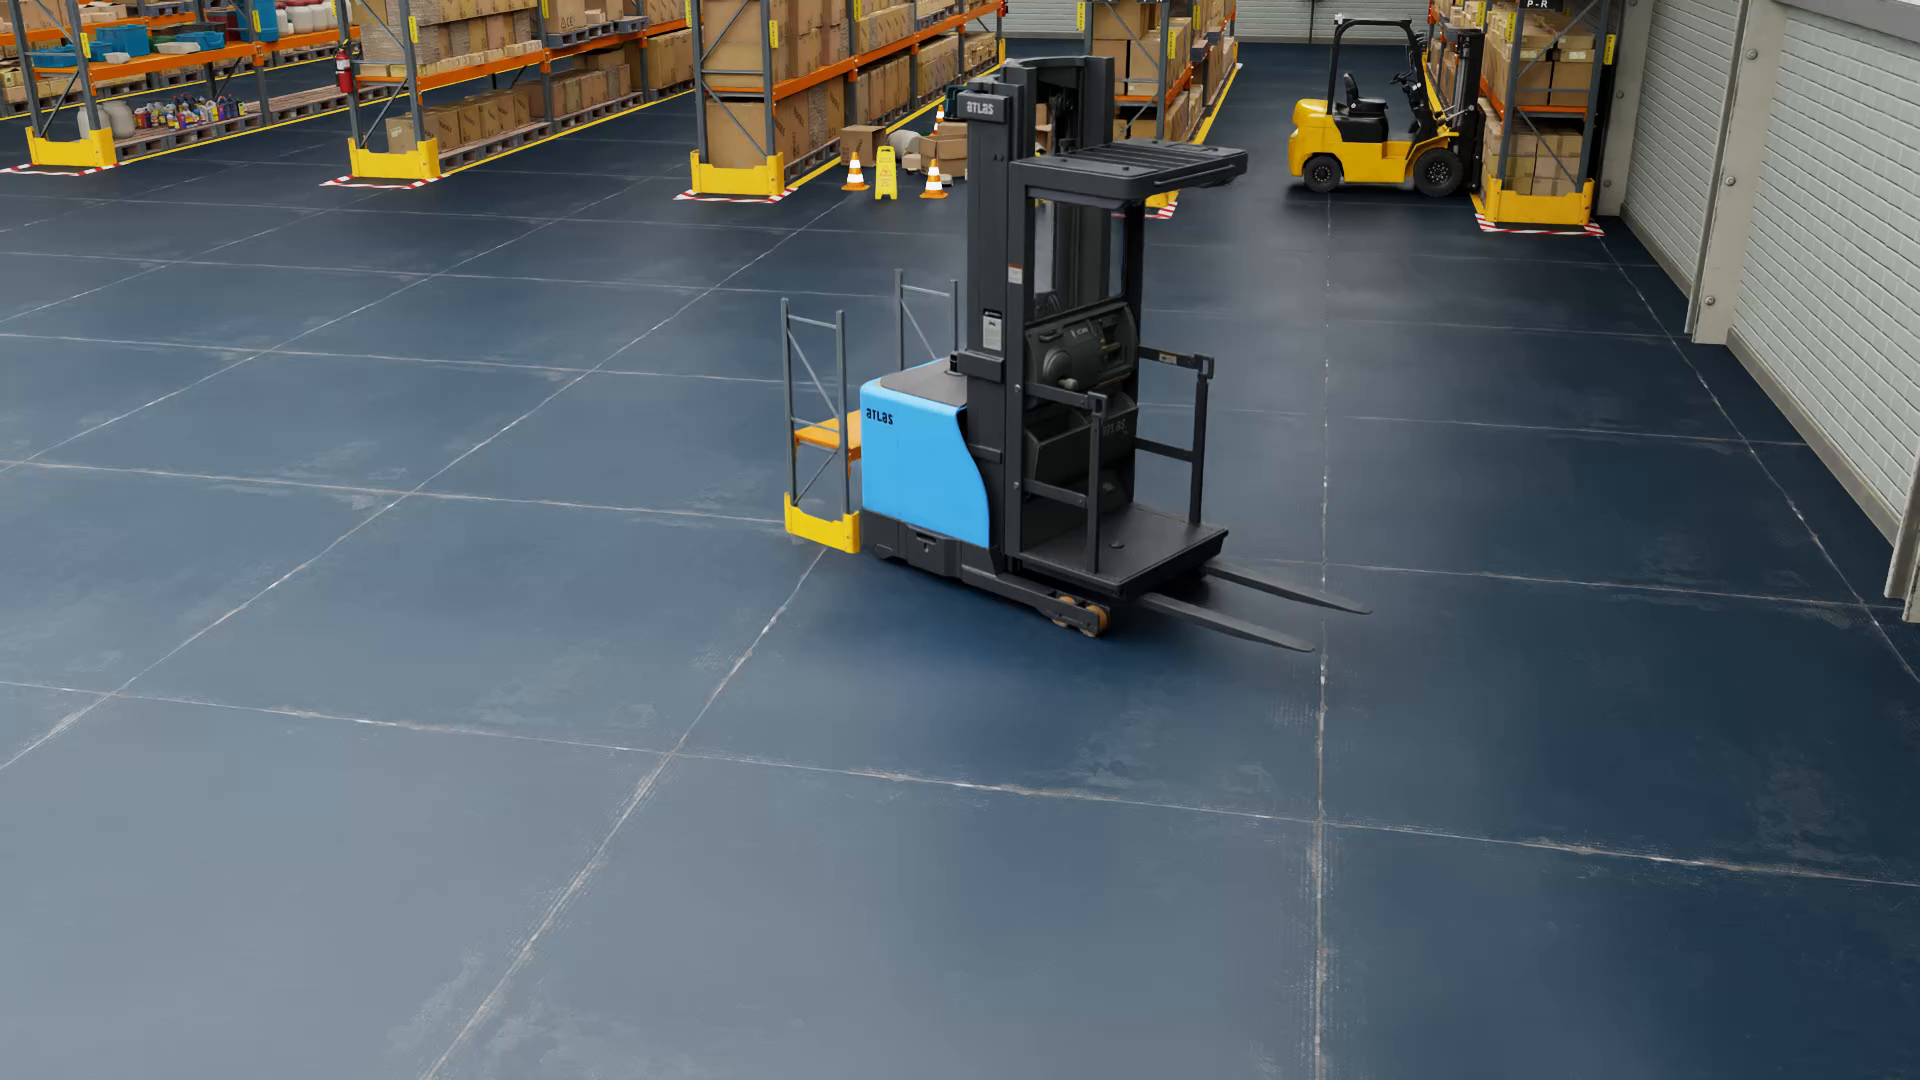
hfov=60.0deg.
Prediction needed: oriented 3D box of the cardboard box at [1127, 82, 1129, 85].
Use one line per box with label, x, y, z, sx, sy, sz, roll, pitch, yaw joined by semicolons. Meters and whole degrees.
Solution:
cardboard box;2.095;-5.988;21.542;0.380;0.149;0.250;5;22;12

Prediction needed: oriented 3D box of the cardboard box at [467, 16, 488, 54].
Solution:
cardboard box;-7.321;-7.271;23.860;0.875;0.500;0.500;4;22;11

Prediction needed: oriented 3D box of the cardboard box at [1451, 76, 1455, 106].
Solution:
cardboard box;8.367;-7.334;27.332;0.500;0.500;0.500;5;22;12

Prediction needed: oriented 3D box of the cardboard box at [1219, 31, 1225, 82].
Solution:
cardboard box;4.400;-8.944;30.827;0.875;0.875;0.875;5;23;13

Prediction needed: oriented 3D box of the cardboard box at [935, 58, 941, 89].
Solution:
cardboard box;-0.641;-8.491;30.206;0.500;0.500;0.500;4;22;10

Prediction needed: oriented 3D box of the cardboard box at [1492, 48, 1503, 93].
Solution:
cardboard box;6.922;-5.824;20.666;0.500;0.500;0.500;4;22;10

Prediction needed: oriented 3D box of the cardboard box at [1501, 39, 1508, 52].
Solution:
cardboard box;6.862;-6.074;20.418;0.380;0.149;0.250;4;22;9

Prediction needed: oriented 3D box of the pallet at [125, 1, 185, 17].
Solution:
pallet;-15.697;-10.181;31.873;1.213;0.211;1.003;4;22;11

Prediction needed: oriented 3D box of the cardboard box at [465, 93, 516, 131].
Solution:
cardboard box;-7.116;-6.479;25.209;0.500;0.500;0.500;12;25;28

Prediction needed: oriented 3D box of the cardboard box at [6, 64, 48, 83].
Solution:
cardboard box;-16.148;-8.048;28.689;0.500;0.311;0.500;4;22;10

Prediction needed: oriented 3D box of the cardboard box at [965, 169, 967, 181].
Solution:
cardboard box;0.289;-4.889;22.294;0.380;0.149;0.250;18;28;38

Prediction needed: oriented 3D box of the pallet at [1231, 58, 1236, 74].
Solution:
pallet;5.177;-9.838;34.499;1.003;0.211;1.213;4;22;11

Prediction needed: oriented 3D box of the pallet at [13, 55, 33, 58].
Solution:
pallet;-19.885;-10.274;35.581;1.003;0.211;1.213;4;22;11

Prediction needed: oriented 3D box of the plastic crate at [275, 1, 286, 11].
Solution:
plastic crate;-11.548;-9.099;28.846;0.402;0.464;0.583;4;22;11

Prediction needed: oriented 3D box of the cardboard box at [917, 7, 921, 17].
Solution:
cardboard box;-0.891;-9.169;28.880;0.380;0.149;0.250;6;23;14

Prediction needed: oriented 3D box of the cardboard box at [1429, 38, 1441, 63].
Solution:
cardboard box;9.906;-9.873;33.633;0.797;0.503;0.637;4;22;9

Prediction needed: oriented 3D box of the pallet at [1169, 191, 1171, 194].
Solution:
pallet;2.215;-4.607;21.511;1.003;0.211;1.213;4;22;11

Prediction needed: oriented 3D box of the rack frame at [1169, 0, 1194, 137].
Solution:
rack frame;2.815;-7.041;23.822;1.000;3.000;0.127;4;22;11

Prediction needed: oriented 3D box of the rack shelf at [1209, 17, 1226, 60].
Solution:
rack shelf;4.040;-8.902;29.405;1.077;0.370;4.000;4;22;11

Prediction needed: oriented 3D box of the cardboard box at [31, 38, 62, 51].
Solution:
cardboard box;-19.806;-10.805;35.484;0.750;0.750;0.750;5;22;12

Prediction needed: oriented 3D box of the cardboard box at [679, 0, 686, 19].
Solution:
cardboard box;-5.396;-10.022;31.090;0.500;0.500;0.500;5;22;11

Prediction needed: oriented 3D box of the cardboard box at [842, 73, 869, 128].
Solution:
cardboard box;-2.013;-6.767;25.590;1.050;0.750;0.750;4;22;11

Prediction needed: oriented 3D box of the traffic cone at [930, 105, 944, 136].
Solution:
traffic cone;-0.299;-6.580;26.073;0.336;0.463;0.334;4;22;11

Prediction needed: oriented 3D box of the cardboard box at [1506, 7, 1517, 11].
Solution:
cardboard box;8.456;-7.961;25.104;0.380;0.149;0.250;4;22;11

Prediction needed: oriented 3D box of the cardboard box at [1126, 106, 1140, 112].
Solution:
cardboard box;2.120;-5.534;22.193;0.500;0.500;0.500;4;22;10

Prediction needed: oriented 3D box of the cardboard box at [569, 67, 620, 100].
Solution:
cardboard box;-6.288;-7.854;28.597;0.700;0.500;0.500;3;22;6

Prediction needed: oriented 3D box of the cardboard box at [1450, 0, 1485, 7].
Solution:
cardboard box;8.644;-8.981;27.938;0.797;0.503;0.637;4;22;10

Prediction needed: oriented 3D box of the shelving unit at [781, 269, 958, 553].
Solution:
shelving unit;-0.536;-0.836;10.422;0.587;1.500;1.083;17;28;37

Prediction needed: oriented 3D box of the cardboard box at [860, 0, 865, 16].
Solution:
cardboard box;-1.853;-8.262;25.381;0.700;0.500;0.500;4;22;10

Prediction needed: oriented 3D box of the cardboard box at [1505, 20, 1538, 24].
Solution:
cardboard box;7.101;-6.486;21.043;0.380;0.149;0.250;5;22;11

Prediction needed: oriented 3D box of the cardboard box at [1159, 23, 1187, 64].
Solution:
cardboard box;2.768;-6.665;22.357;0.500;0.500;0.500;5;22;12

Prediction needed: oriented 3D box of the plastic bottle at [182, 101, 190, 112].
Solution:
plastic bottle;-12.217;-6.787;26.254;0.097;0.271;0.097;0;22;0

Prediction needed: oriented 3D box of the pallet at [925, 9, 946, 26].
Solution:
pallet;-0.871;-9.483;30.141;1.003;0.211;1.213;4;22;11

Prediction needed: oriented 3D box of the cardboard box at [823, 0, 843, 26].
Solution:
cardboard box;-2.158;-7.610;23.588;0.875;0.550;0.550;4;22;11

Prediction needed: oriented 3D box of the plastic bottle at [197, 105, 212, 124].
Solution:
plastic bottle;-11.726;-6.610;25.808;0.152;0.276;0.135;5;22;12

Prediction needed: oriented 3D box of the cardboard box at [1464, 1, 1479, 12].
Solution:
cardboard box;8.138;-8.380;26.145;0.380;0.149;0.250;5;22;12

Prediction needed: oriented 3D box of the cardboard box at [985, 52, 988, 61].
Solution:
cardboard box;0.374;-10.053;34.555;0.380;0.149;0.250;3;22;9

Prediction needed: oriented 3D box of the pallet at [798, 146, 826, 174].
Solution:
pallet;-2.530;-5.369;23.401;1.003;0.211;1.213;4;22;11

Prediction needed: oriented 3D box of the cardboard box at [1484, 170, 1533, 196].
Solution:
cardboard box;6.646;-4.317;20.175;0.500;0.250;0.500;5;22;11

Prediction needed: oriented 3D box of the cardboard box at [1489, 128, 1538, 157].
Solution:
cardboard box;6.648;-4.777;19.979;0.500;0.250;0.500;5;23;13

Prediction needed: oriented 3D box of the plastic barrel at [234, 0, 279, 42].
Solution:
plastic barrel;-11.359;-8.525;26.835;0.600;0.901;0.708;4;22;11

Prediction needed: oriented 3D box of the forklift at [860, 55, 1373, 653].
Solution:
forklift;0.837;-1.057;9.054;3.031;2.935;1.130;18;28;38

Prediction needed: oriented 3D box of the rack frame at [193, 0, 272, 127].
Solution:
rack frame;-11.735;-8.174;26.635;1.000;3.000;0.127;4;22;11

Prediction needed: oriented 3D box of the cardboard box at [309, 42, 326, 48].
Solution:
cardboard box;-14.572;-11.213;36.932;0.797;0.503;0.637;4;22;11

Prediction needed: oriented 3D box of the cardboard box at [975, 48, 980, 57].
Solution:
cardboard box;0.197;-9.902;33.781;0.380;0.149;0.250;4;22;11

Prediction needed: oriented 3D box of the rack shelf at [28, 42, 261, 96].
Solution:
rack shelf;-12.143;-7.109;24.954;1.077;0.370;4.000;4;22;11

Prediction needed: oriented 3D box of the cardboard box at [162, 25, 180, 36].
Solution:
cardboard box;-15.594;-10.164;33.329;0.500;0.250;0.500;4;22;10

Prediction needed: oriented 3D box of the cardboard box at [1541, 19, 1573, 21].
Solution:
cardboard box;7.613;-6.544;21.187;0.380;0.149;0.250;4;22;10

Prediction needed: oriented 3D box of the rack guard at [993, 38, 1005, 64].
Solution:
rack guard;0.382;-10.583;35.962;1.175;0.500;0.348;4;22;11

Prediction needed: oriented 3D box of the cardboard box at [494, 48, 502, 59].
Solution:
cardboard box;-6.946;-7.126;24.368;0.380;0.149;0.250;4;22;11

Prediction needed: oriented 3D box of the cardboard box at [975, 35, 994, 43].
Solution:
cardboard box;0.502;-10.514;34.902;0.380;0.149;0.250;4;22;10

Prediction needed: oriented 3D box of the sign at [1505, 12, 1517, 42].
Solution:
sign;6.331;-5.895;19.108;0.100;0.325;0.005;4;22;11
